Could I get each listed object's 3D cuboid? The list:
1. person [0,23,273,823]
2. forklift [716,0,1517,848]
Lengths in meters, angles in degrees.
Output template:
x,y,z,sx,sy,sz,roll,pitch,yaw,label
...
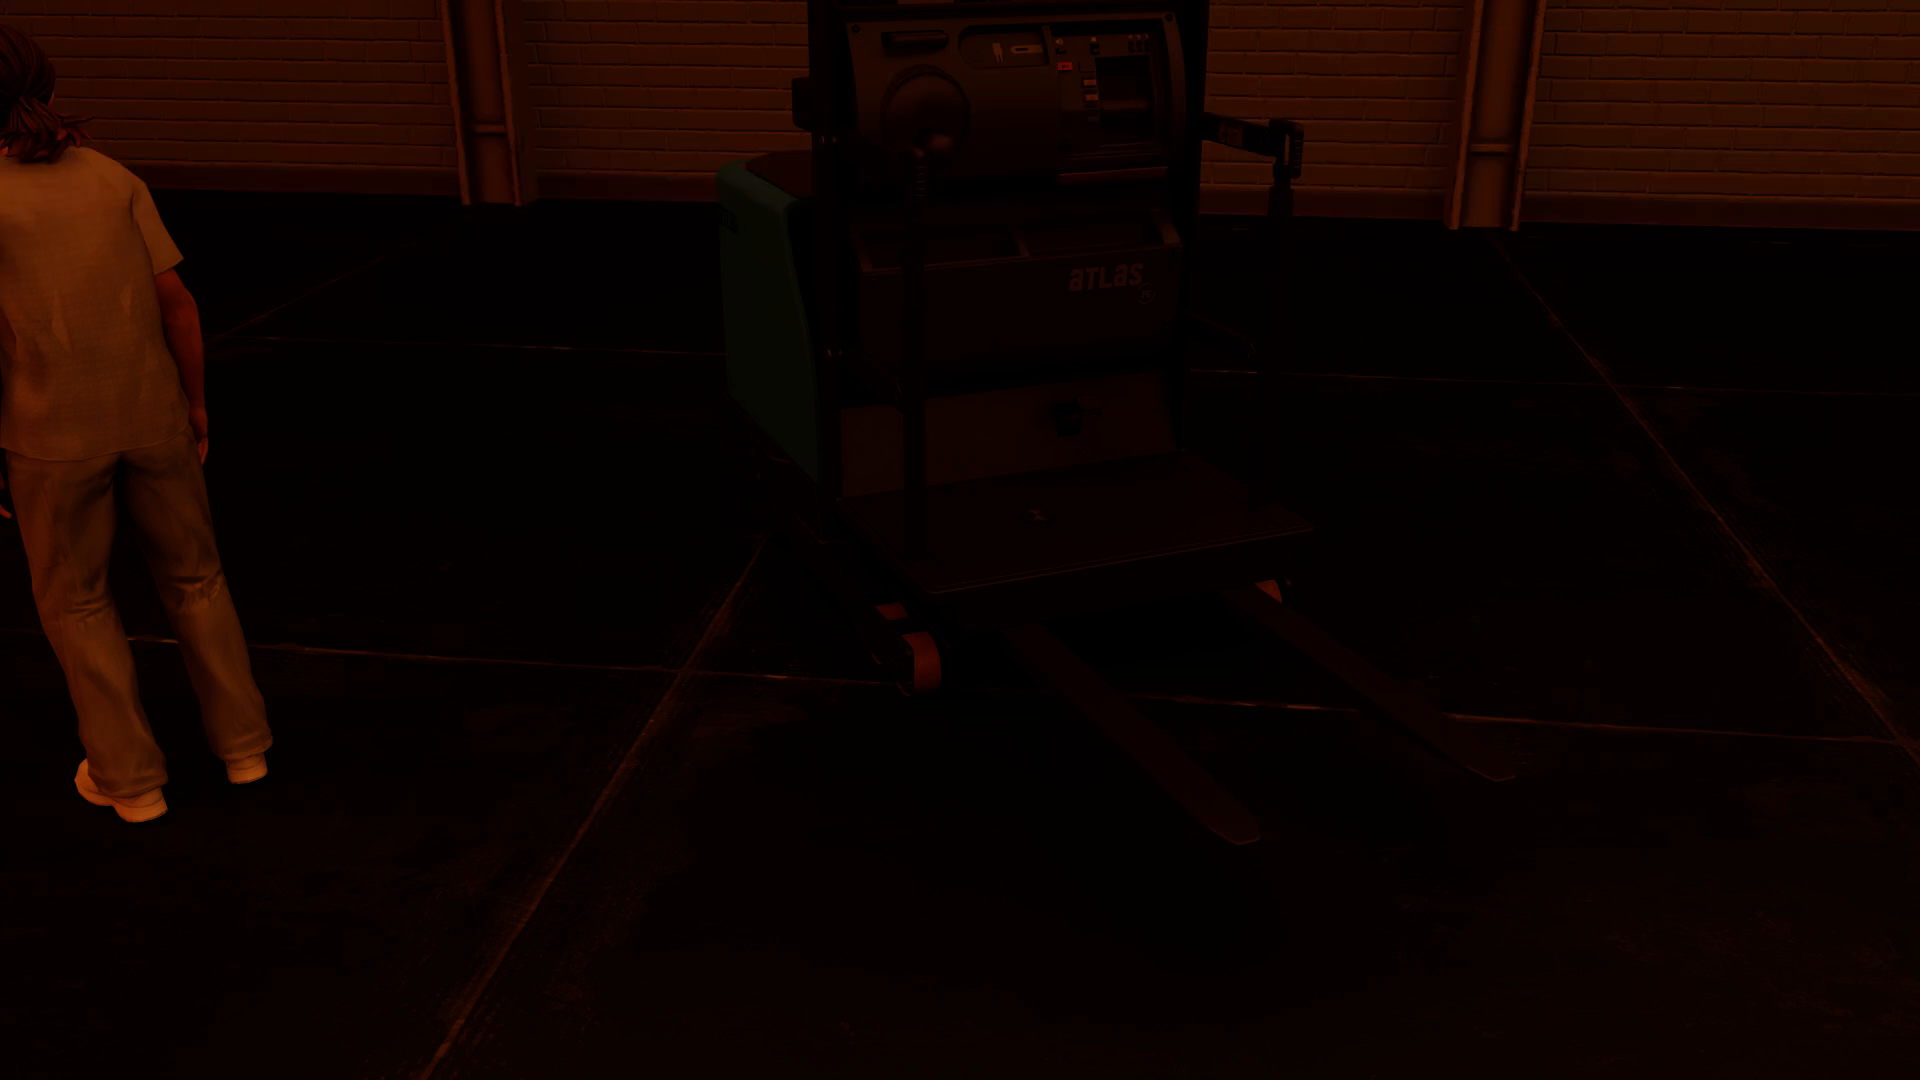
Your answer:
x,y,z,sx,sy,sz,roll,pitch,yaw,label
-1.791,-0.210,3.463,0.516,1.671,0.359,-20,30,-41,person
0.243,-1.144,4.094,1.130,2.935,3.031,-9,24,-21,forklift
